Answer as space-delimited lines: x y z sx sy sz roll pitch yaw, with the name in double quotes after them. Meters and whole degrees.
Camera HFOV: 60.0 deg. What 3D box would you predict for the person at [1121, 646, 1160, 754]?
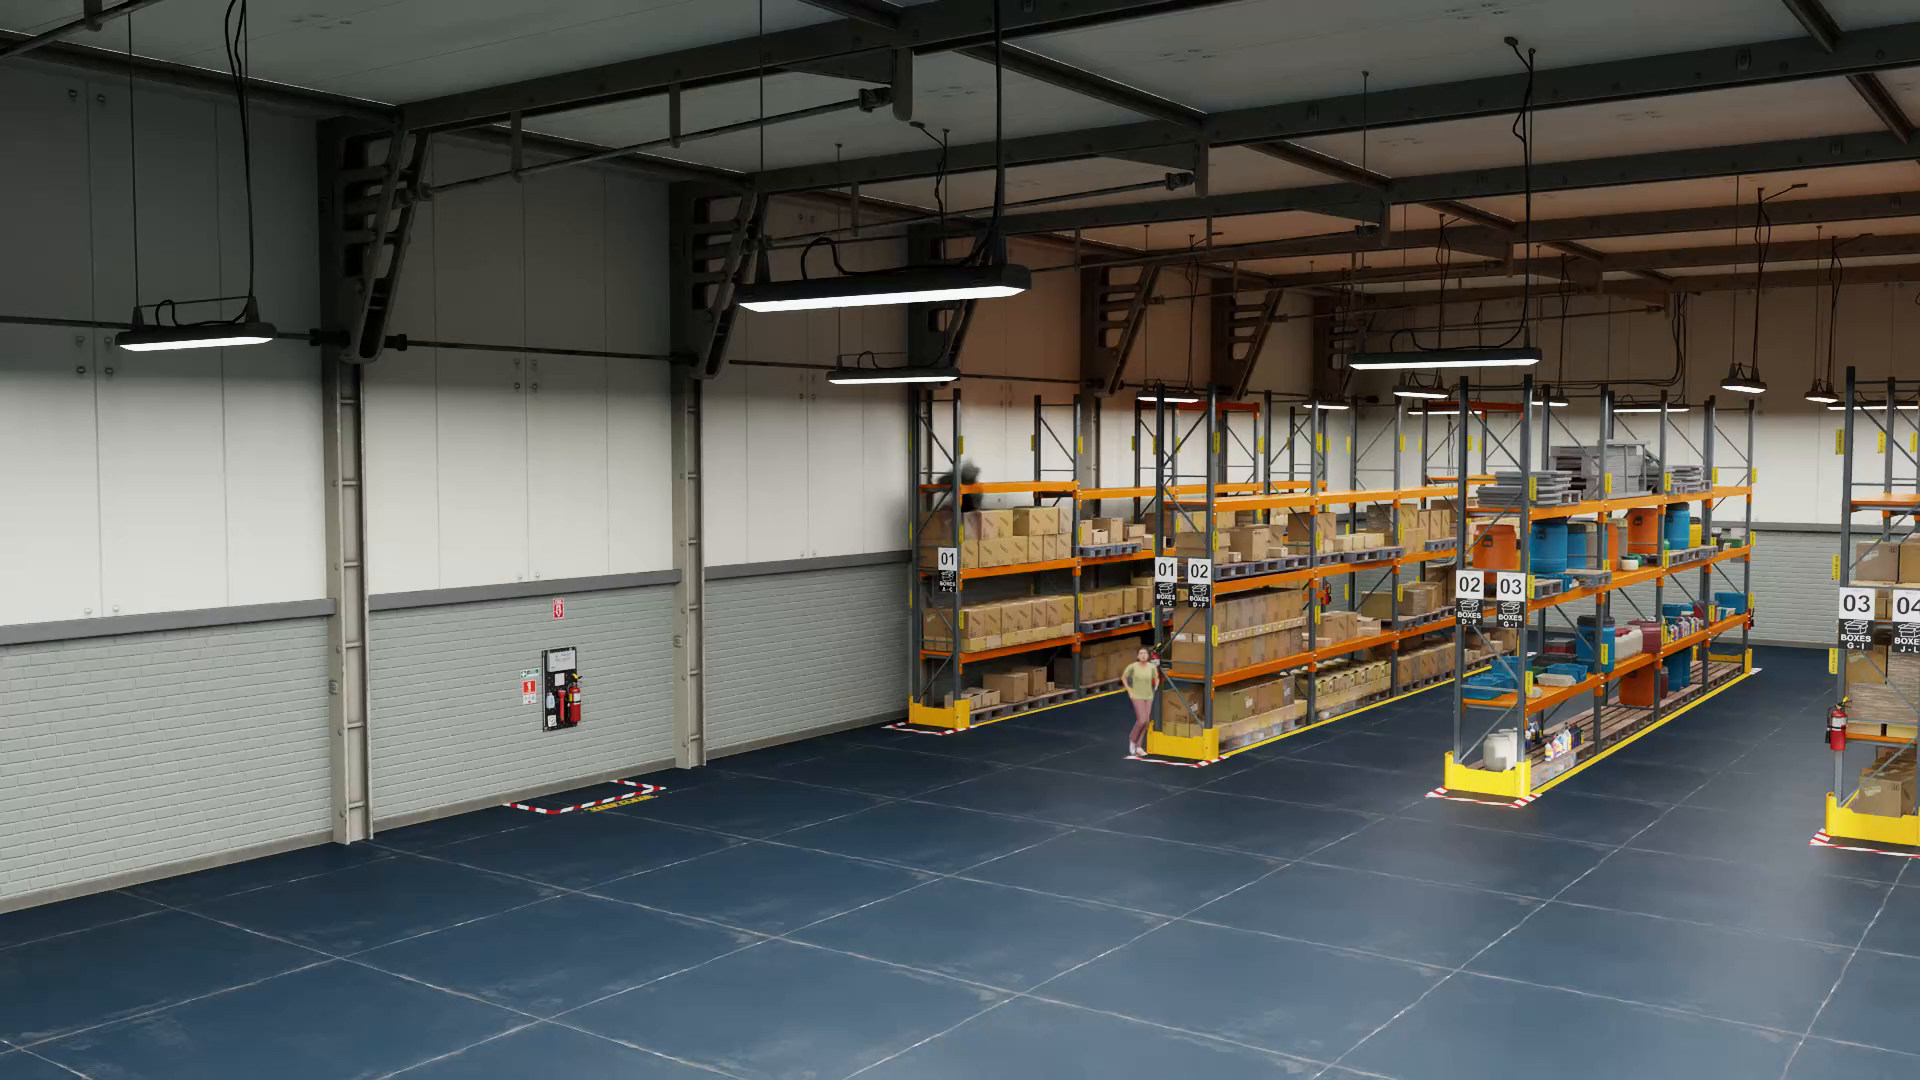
2.803 2.452 25.407 0.563 1.658 0.556 -1 3 -14 "person"
